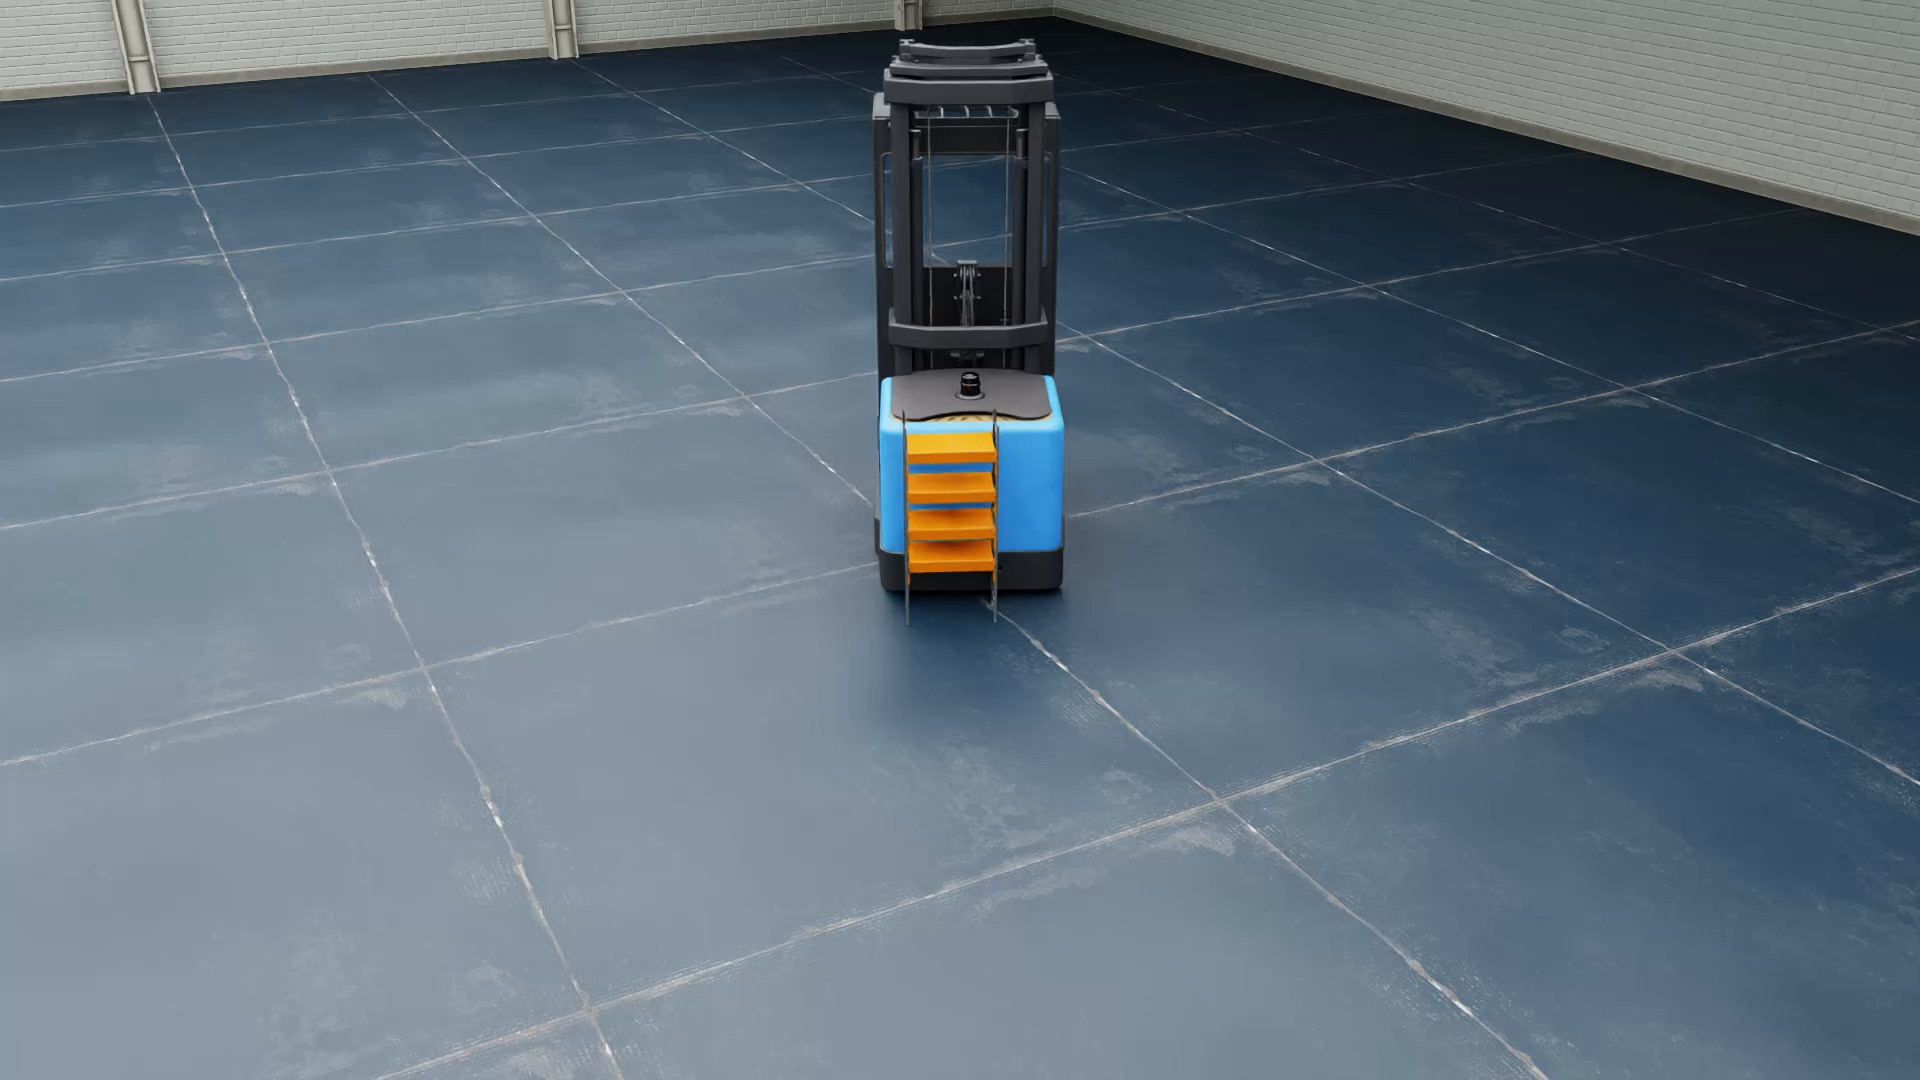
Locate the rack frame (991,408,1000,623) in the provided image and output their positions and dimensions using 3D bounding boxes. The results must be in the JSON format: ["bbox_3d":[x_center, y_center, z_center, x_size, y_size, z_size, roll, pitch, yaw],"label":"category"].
[{"bbox_3d":[0.192,-0.124,9.108,0.015,1.200,0.240,-2,28,-3],"label":"rack frame"}]

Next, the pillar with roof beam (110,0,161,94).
[{"bbox_3d":[-9.447,-8.731,18.037,0.400,9.000,9.100,-13,29,-25],"label":"pillar with roof beam"}]

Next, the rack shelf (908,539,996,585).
[{"bbox_3d":[-0.053,0.117,9.220,0.480,0.148,0.258,-2,28,-3],"label":"rack shelf"}]

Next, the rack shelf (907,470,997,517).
[{"bbox_3d":[-0.052,-0.255,9.020,0.480,0.148,0.258,-2,28,-3],"label":"rack shelf"}]

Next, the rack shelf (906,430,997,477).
[{"bbox_3d":[-0.051,-0.463,8.908,0.480,0.148,0.258,-2,28,-3],"label":"rack shelf"}]

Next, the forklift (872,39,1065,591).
[{"bbox_3d":[0.030,-1.626,10.251,1.130,2.935,3.031,-1,26,-1],"label":"forklift"}]

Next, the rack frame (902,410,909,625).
[{"bbox_3d":[-0.295,-0.110,9.080,0.015,1.200,0.240,-2,28,-3],"label":"rack frame"}]

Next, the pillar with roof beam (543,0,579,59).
[{"bbox_3d":[-4.153,-9.953,20.583,0.400,9.000,9.100,-13,29,-25],"label":"pillar with roof beam"}]

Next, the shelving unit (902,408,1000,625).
[{"bbox_3d":[-0.052,-0.117,9.094,0.503,1.200,0.258,-2,28,-3],"label":"shelving unit"}]

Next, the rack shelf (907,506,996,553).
[{"bbox_3d":[-0.052,-0.058,9.126,0.480,0.148,0.258,-2,28,-3],"label":"rack shelf"}]

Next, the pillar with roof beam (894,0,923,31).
[{"bbox_3d":[1.142,-11.175,23.128,0.400,9.000,9.100,-13,29,-25],"label":"pillar with roof beam"}]
